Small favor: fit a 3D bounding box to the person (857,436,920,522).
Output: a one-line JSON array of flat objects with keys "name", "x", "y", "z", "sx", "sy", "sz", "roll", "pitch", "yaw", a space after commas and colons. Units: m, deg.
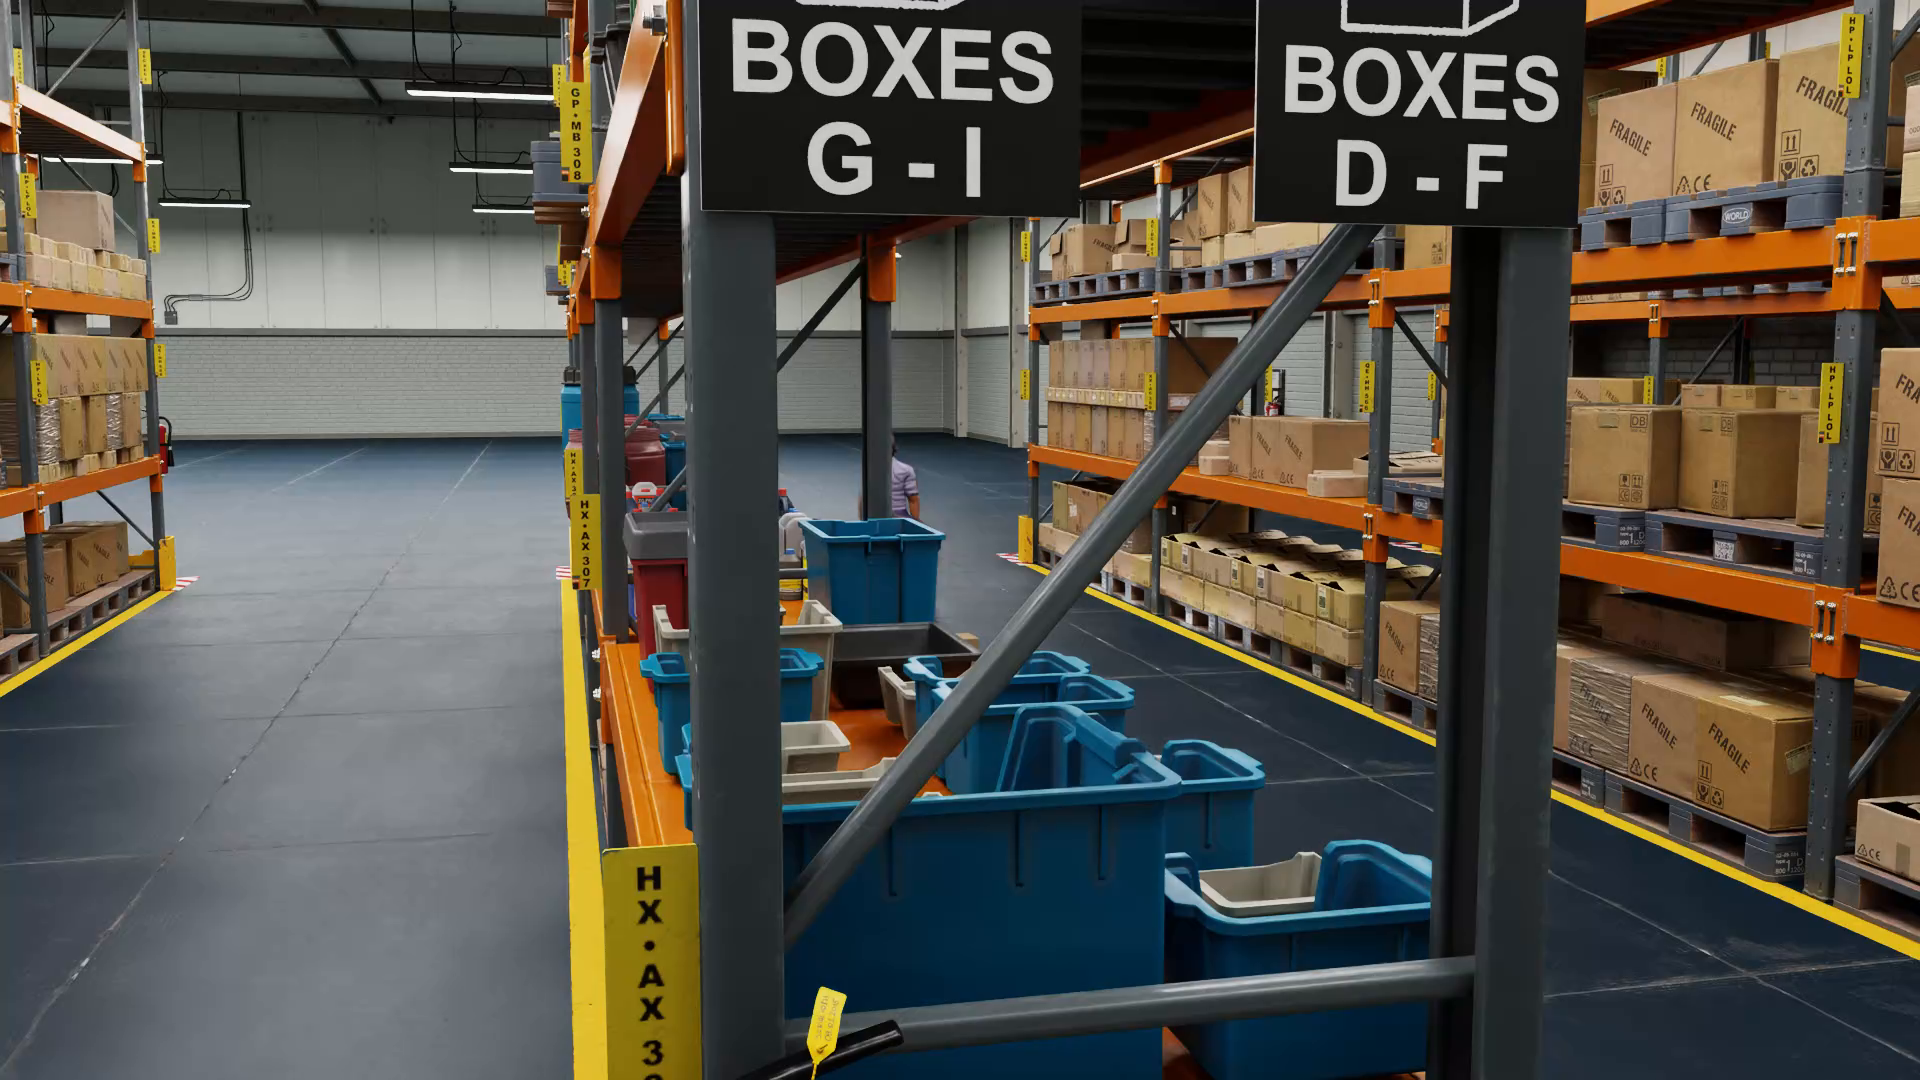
[{"name": "person", "x": -0.599, "y": -0.028, "z": 13.661, "sx": 0.491, "sy": 1.708, "sz": 0.632, "roll": -2, "pitch": 7, "yaw": -19}]
